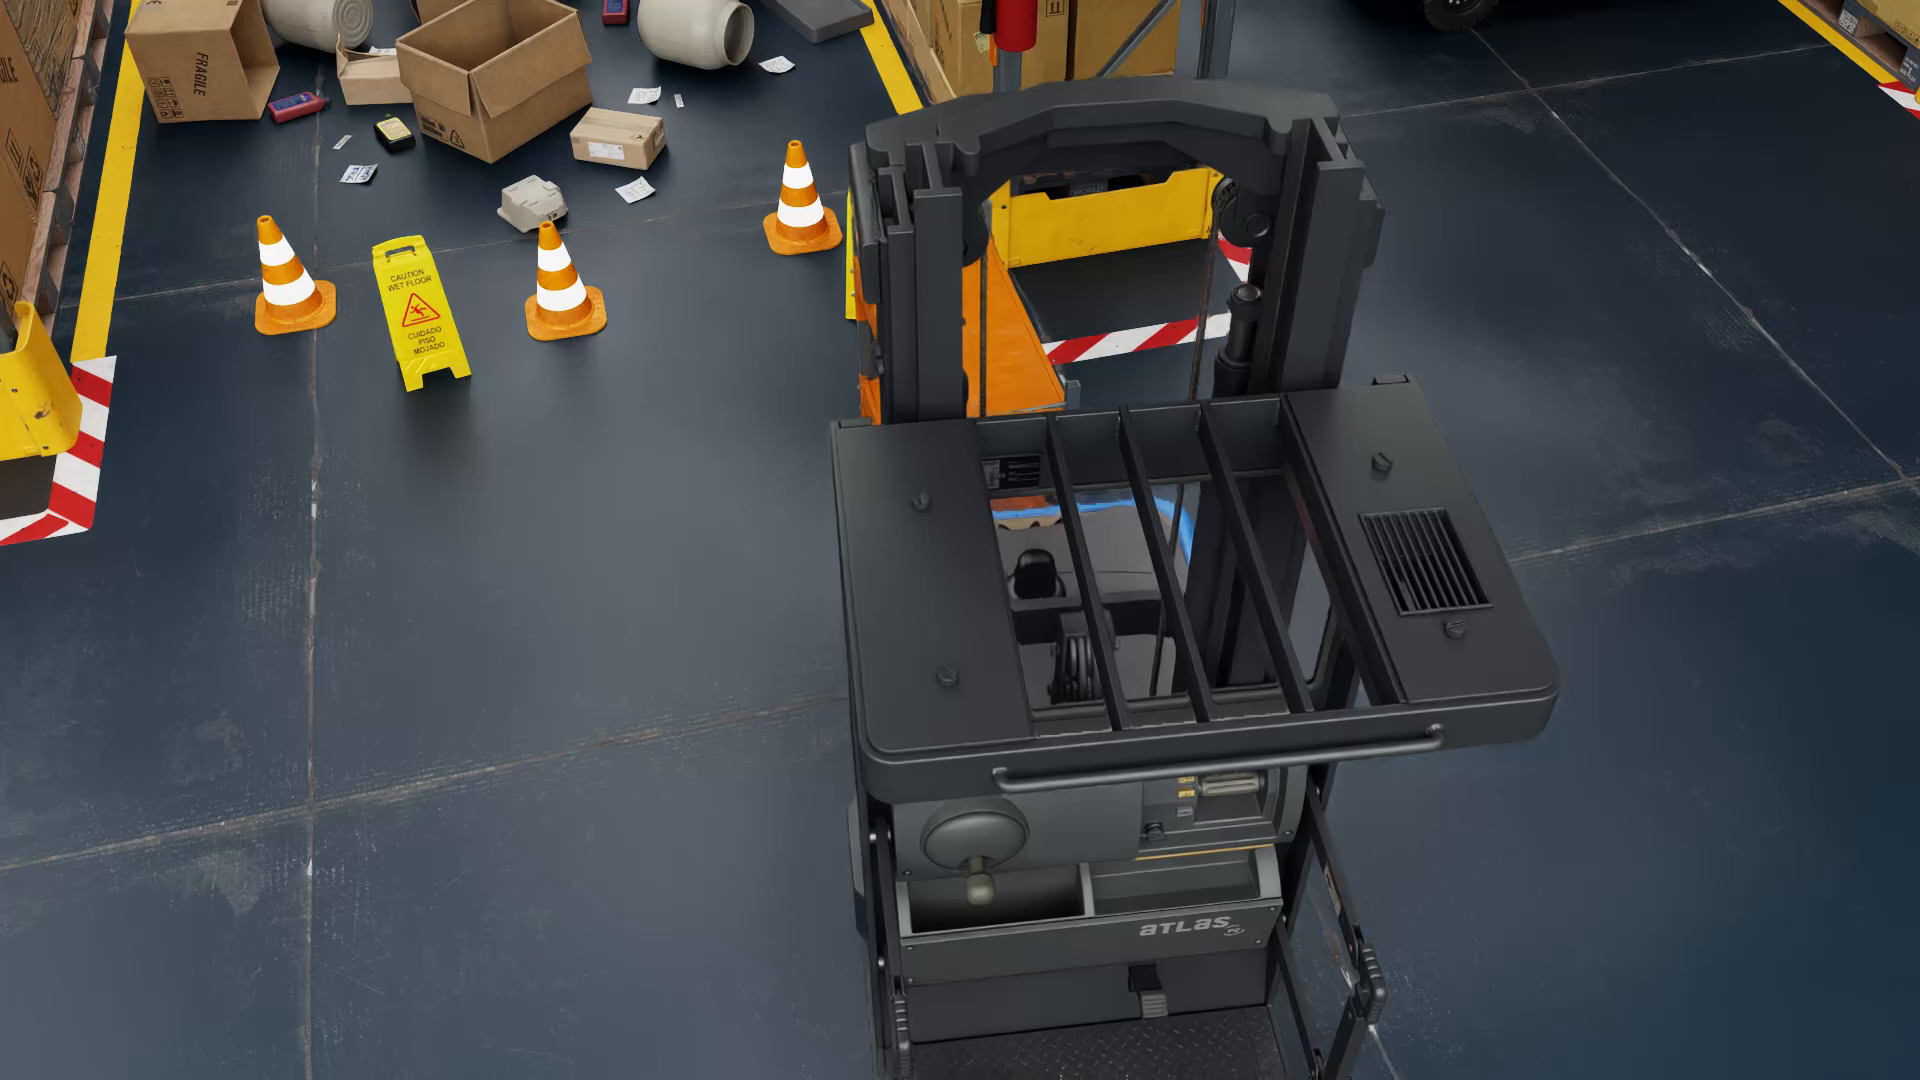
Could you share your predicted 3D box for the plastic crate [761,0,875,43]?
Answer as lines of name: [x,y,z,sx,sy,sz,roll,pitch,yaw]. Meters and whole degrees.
plastic crate: [-0.780,-2.912,9.048,0.402,0.080,0.583,-26,51,-24]

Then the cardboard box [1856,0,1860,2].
cardboard box: [4.888,-3.113,8.831,0.500,0.250,0.500,-11,47,-10]

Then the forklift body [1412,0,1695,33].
forklift body: [3.183,-3.995,8.659,2.313,2.155,1.214,-11,47,-10]

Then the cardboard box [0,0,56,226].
cardboard box: [-4.589,-1.898,7.203,0.875,0.875,0.875,-11,47,-11]

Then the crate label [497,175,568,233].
crate label: [-1.969,-1.559,7.682,0.250,0.136,0.298,-35,55,-30]

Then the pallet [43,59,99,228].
pallet: [-4.713,-1.834,7.899,1.003,0.211,1.213,-11,47,-10]

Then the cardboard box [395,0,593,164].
cardboard box: [-2.262,-2.282,8.134,0.637,0.503,0.797,27,51,24]

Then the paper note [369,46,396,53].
paper note: [-3.032,-2.548,8.731,0.172,0.023,0.155,4,46,4]

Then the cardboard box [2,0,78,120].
cardboard box: [-4.820,-2.528,7.820,0.875,0.875,0.875,-10,46,-10]

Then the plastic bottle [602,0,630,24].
plastic bottle: [-1.872,-2.905,9.054,0.133,0.061,0.283,-3,46,-3]

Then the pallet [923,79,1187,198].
pallet: [0.442,-2.050,8.111,1.003,0.211,1.213,-11,47,-10]

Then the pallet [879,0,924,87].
pallet: [0.133,-2.891,8.935,1.003,0.211,1.213,-11,47,-10]

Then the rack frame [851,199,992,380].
rack frame: [-0.132,-0.749,6.197,0.500,1.125,0.032,-11,47,-10]

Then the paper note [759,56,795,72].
paper note: [-0.951,-2.478,8.658,0.142,0.019,0.148,-26,51,-24]

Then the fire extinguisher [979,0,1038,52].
fire extinguisher: [0.219,-2.216,6.375,0.296,0.674,0.183,-11,47,-10]

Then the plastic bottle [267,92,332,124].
plastic bottle: [-3.312,-2.182,8.345,0.283,0.061,0.133,-26,51,-24]

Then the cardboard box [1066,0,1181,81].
cardboard box: [0.689,-2.477,7.683,0.500,0.500,0.500,-12,47,-12]

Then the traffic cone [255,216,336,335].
traffic cone: [-2.887,-1.170,7.072,0.336,0.463,0.334,-11,47,-10]

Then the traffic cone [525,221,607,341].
traffic cone: [-1.708,-1.141,7.045,0.336,0.463,0.334,-11,47,-10]

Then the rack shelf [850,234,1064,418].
rack shelf: [-0.002,-0.603,5.644,0.538,0.278,1.000,-11,47,-10]

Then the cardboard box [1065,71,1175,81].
cardboard box: [0.696,-2.198,7.935,0.500,0.250,0.500,-11,47,-11]

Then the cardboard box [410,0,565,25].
cardboard box: [-2.509,-2.974,8.717,0.797,0.637,0.503,-11,47,-10]

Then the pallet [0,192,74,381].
pallet: [-4.405,-0.993,7.075,1.003,0.211,1.213,-11,47,-10]

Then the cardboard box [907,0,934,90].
cardboard box: [0.043,-2.459,8.190,0.500,0.250,0.500,-11,47,-10]

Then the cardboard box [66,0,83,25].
cardboard box: [-5.055,-3.149,8.430,0.875,0.875,0.875,-10,46,-10]

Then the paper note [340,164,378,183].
paper note: [-2.874,-1.756,7.950,0.144,0.017,0.142,4,46,4]

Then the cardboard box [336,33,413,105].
cardboard box: [-2.928,-2.386,8.402,0.396,0.266,0.258,-3,46,-3]

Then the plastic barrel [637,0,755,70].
plastic barrel: [-1.357,-2.654,8.554,0.512,0.421,0.421,19,48,17]

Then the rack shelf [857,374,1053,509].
rack shelf: [-0.002,-0.227,6.027,0.538,0.278,1.000,-11,47,-10]

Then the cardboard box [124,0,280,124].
cardboard box: [-3.759,-2.435,8.284,0.500,0.500,0.500,-3,46,-3]

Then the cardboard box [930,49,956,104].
cardboard box: [0.162,-2.116,7.855,0.500,0.250,0.500,-11,47,-11]

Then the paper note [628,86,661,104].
paper note: [-1.604,-2.265,8.457,0.148,0.019,0.142,4,46,4]

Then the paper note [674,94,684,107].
paper note: [-1.424,-2.226,8.425,0.032,0.001,0.123,-11,47,-10]

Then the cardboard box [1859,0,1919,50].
cardboard box: [5.007,-2.767,8.493,0.500,0.250,0.500,-10,46,-10]

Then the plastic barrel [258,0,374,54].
plastic barrel: [-3.375,-2.788,8.686,0.512,0.421,0.421,19,48,17]

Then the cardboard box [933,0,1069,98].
cardboard box: [0.178,-2.359,7.567,0.500,0.500,0.500,-10,46,-10]

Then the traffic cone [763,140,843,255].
traffic cone: [-0.722,-1.579,7.474,0.336,0.463,0.334,-11,47,-10]

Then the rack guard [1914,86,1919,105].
rack guard: [5.438,-2.425,8.276,1.175,0.500,0.348,-11,47,-10]

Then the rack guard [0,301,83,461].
rack guard: [-4.118,-0.540,6.429,1.175,0.500,0.348,-11,47,-10]

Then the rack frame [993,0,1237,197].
rack frame: [0.635,-2.406,6.508,1.000,3.000,0.127,-11,47,-10]

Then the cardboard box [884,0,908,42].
cardboard box: [-0.096,-2.819,8.544,0.500,0.250,0.500,-12,47,-12]

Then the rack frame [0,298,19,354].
rack frame: [-4.124,-1.431,5.552,1.000,3.000,0.127,-11,47,-10]

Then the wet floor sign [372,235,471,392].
wet floor sign: [-2.203,-0.949,6.729,0.267,0.644,0.232,-18,48,-17]

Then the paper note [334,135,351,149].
paper note: [-3.030,-1.952,8.156,0.032,0.001,0.123,11,47,11]

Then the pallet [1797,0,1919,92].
pallet: [5.196,-2.861,8.906,1.003,0.211,1.213,-11,47,-10]

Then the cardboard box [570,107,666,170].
cardboard box: [-1.653,-1.943,8.050,0.380,0.149,0.250,11,47,11]

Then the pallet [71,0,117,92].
pallet: [-5.029,-2.678,8.726,1.003,0.211,1.213,-11,47,-10]

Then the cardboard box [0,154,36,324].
cardboard box: [-4.362,-1.291,6.608,0.875,0.875,0.875,-10,47,-10]

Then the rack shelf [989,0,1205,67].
rack shelf: [0.123,-3.535,8.118,1.077,0.370,4.000,-11,47,-10]

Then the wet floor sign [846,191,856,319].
wet floor sign: [-0.351,-1.255,7.028,0.267,0.644,0.232,4,46,4]

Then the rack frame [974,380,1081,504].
rack frame: [0.128,-0.047,5.509,0.500,1.125,0.032,-11,47,-10]

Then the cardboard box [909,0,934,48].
cardboard box: [0.041,-2.718,7.920,0.500,0.500,0.500,-9,46,-9]

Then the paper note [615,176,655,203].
paper note: [-1.531,-1.656,7.851,0.148,0.019,0.142,-26,51,-24]

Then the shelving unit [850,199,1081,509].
shelving unit: [-0.002,-0.398,5.853,0.538,1.125,1.048,-11,47,-10]

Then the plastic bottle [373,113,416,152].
plastic bottle: [-2.794,-2.009,8.176,0.133,0.061,0.283,-26,51,-24]

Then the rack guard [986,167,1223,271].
rack guard: [0.615,-1.584,7.452,1.175,0.500,0.348,-11,47,-10]

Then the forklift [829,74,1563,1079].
forklift: [0.340,0.675,3.536,1.130,2.935,3.031,-5,46,-5]
